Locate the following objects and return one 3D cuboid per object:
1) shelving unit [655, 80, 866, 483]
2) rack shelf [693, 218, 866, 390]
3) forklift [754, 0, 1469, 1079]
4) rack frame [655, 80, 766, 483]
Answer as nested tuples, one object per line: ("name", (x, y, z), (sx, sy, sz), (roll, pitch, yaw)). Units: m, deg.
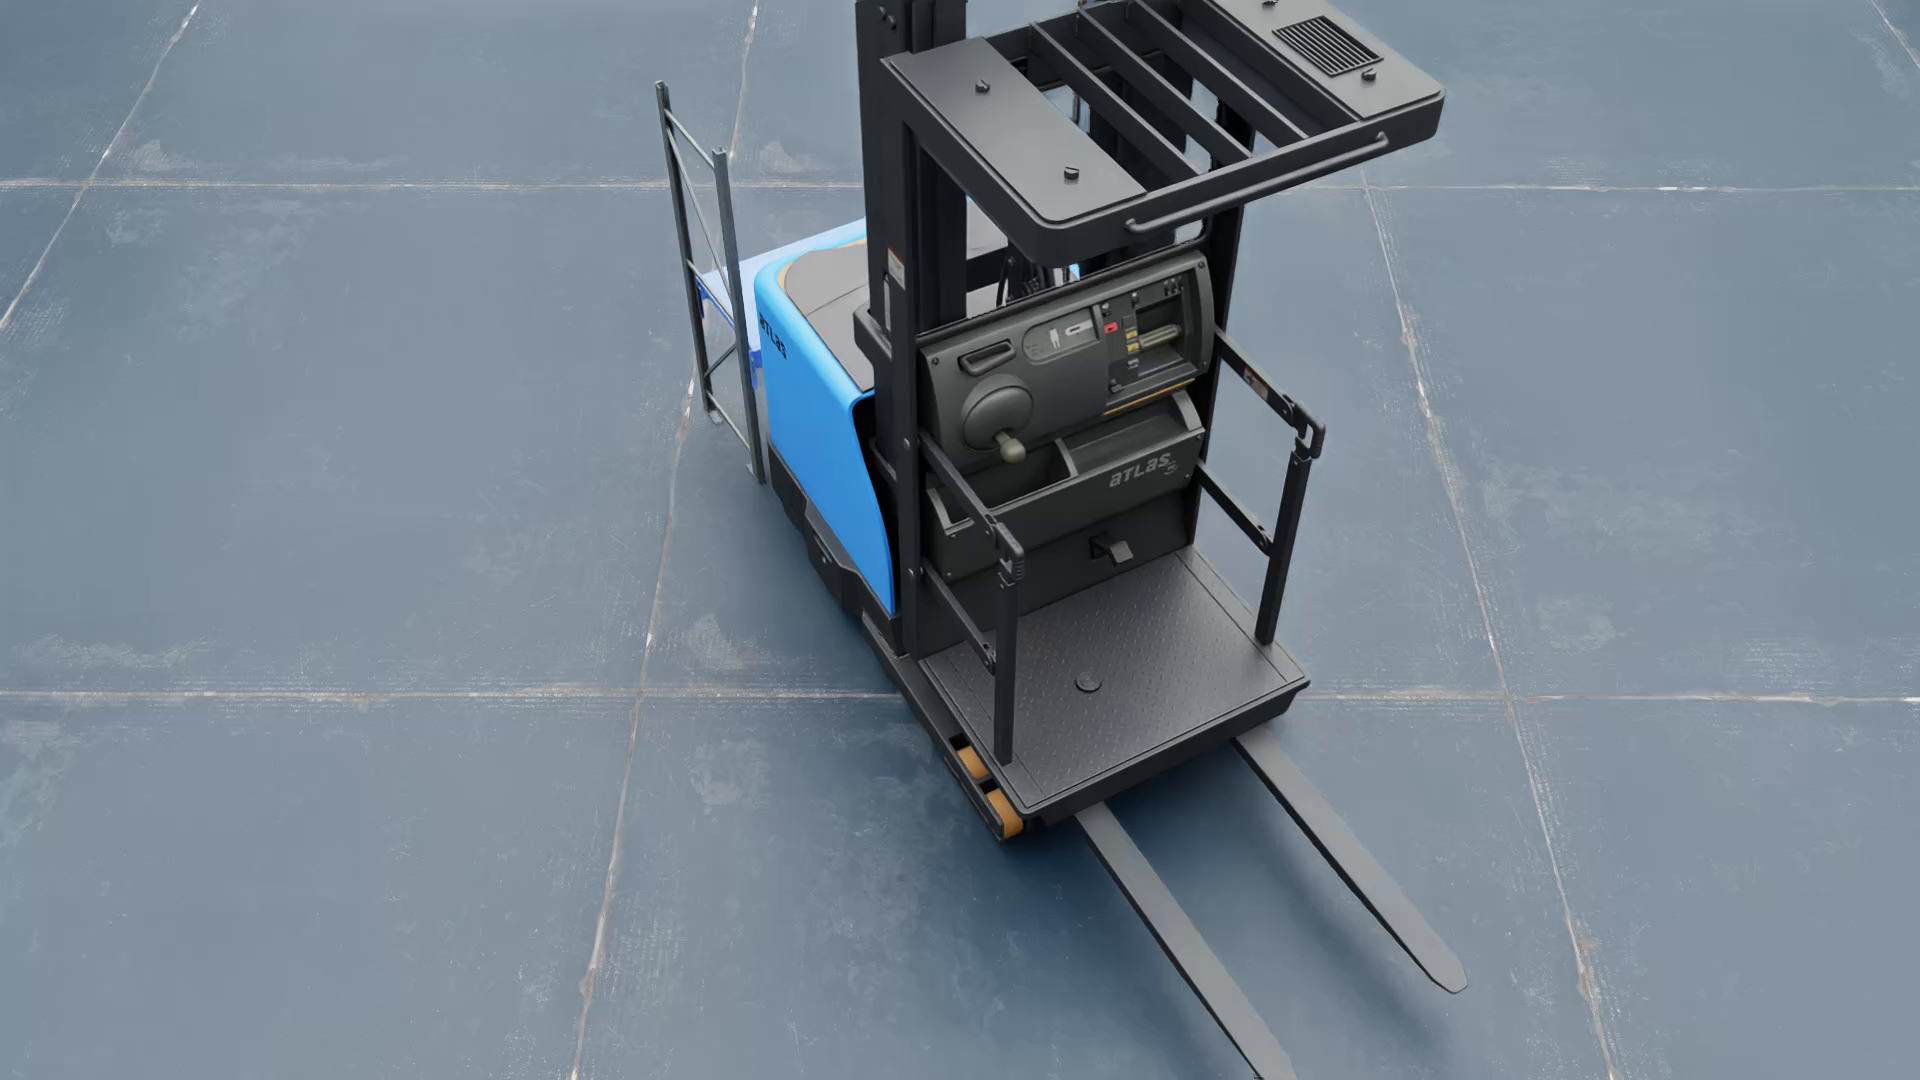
("shelving unit", (-0.461, -1.085, 6.235), (1.048, 1.500, 0.538), (-24, 51, -20))
("rack shelf", (-0.461, -0.962, 6.366), (1.000, 0.185, 0.538), (-24, 51, -20))
("forklift", (0.434, -0.424, 4.642), (1.130, 2.935, 3.031), (-22, 51, -19))
("rack frame", (-0.897, -0.893, 6.057), (0.032, 1.500, 0.500), (-24, 51, -20))
